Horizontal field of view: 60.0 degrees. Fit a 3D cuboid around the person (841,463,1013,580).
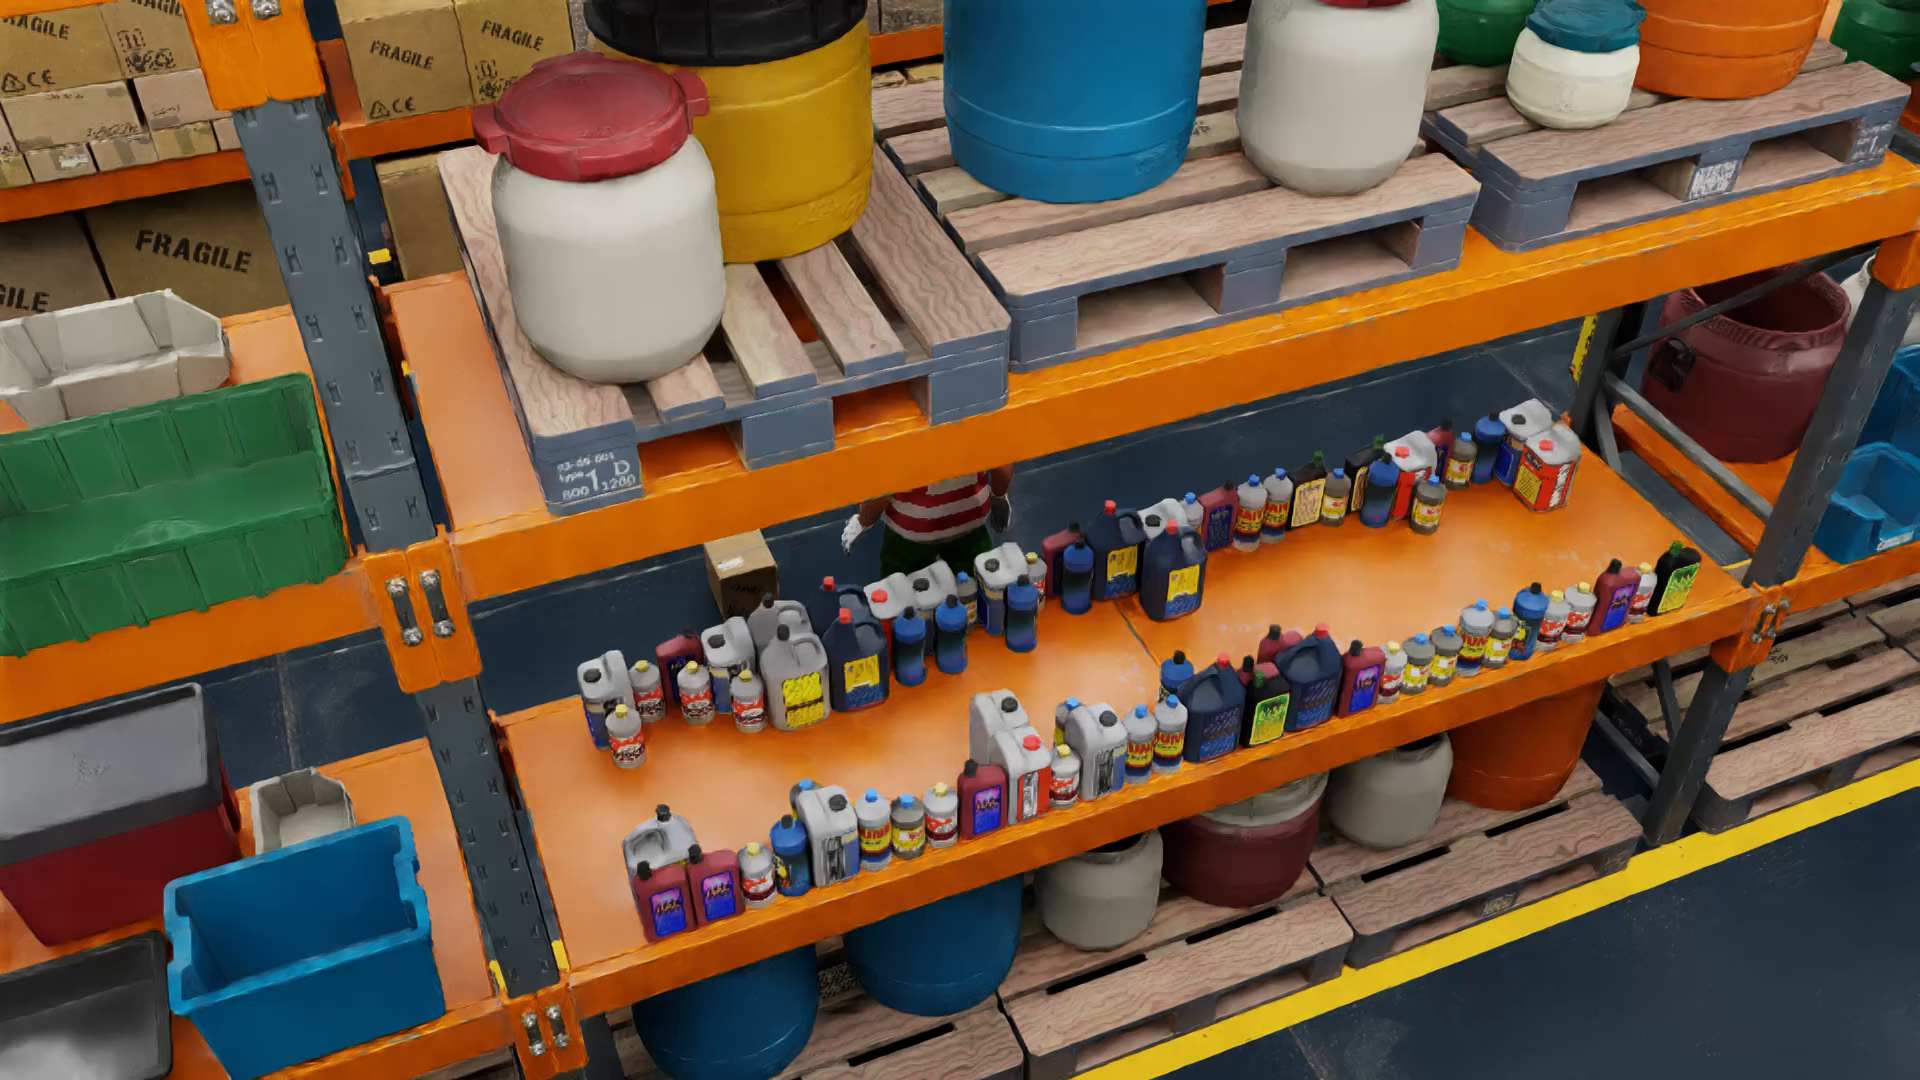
[{"bbox_3d":[-0.118,-0.094,6.212,0.664,1.792,0.435,-18,44,-19],"label":"person"}]
